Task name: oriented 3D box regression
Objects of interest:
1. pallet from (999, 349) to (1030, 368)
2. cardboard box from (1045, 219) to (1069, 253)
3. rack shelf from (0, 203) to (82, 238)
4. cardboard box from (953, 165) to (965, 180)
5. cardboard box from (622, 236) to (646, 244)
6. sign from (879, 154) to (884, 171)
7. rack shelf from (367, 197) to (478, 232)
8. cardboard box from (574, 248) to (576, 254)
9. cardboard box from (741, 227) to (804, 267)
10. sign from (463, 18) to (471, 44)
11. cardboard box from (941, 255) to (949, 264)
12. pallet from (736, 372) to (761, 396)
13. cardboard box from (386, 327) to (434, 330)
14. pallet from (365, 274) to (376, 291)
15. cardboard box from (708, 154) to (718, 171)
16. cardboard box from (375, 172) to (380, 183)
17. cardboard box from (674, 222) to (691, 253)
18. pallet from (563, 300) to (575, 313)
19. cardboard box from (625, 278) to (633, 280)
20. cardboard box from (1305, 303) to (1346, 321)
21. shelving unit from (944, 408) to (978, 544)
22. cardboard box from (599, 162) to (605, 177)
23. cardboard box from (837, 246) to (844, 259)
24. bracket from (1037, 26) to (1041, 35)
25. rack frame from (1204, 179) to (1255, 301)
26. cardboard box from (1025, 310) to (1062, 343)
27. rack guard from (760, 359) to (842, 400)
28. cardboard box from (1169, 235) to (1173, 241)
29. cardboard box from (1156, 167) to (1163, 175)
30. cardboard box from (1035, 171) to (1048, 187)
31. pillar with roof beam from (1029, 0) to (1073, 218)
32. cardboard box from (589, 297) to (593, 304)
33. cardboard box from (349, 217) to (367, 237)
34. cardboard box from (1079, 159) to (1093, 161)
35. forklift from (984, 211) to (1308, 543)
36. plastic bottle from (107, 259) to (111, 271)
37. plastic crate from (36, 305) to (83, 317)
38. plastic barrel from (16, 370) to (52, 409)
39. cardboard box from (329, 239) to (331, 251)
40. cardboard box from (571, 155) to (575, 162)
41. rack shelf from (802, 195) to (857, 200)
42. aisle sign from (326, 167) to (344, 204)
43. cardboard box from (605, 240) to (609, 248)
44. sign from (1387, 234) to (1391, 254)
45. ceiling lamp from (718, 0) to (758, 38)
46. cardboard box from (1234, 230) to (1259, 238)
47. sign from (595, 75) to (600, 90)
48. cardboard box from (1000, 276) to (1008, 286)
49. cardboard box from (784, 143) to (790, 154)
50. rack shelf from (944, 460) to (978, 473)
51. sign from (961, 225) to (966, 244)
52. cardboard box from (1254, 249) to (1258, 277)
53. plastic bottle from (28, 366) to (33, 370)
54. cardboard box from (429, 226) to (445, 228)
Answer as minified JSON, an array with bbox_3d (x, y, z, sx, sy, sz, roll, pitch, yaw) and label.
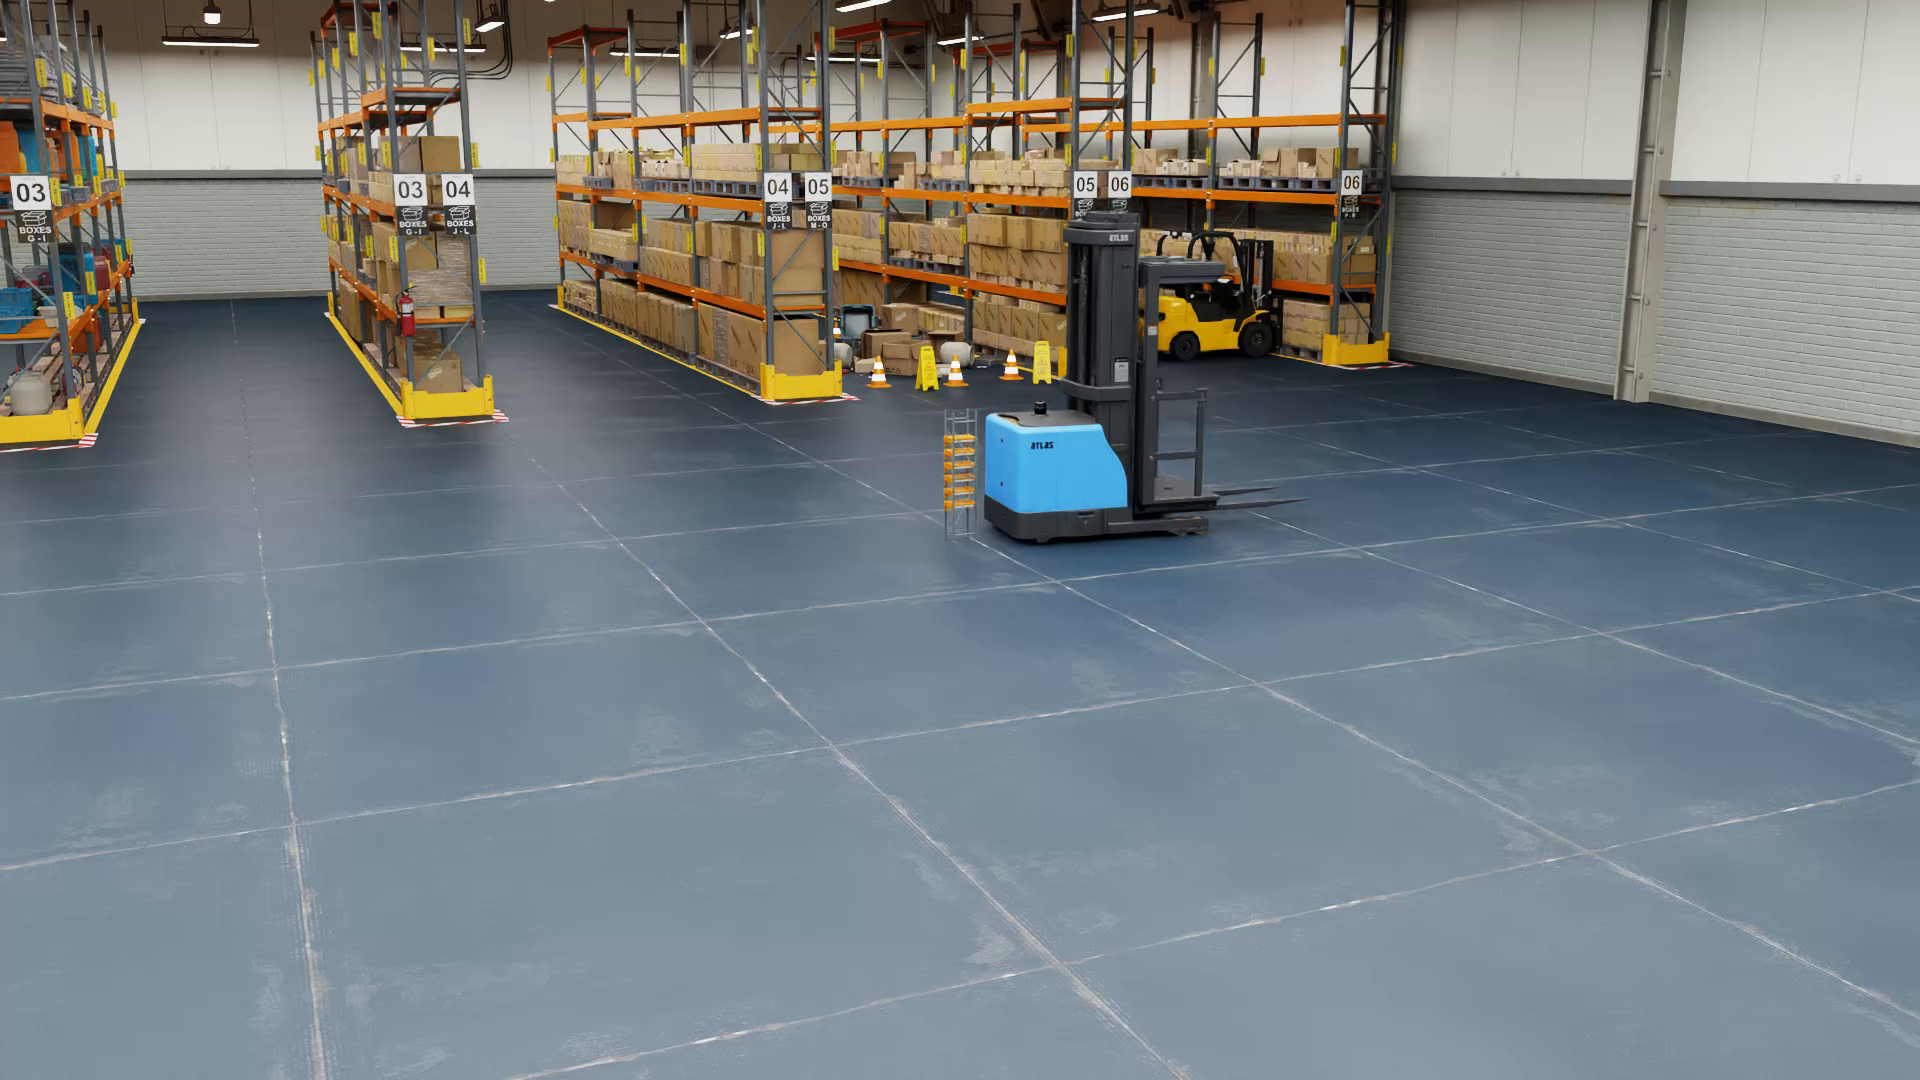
[{"bbox_3d":[1.362,-3.118,28.253,1.003,0.211,1.213,-6,14,-23],"label":"pallet"},{"bbox_3d":[1.765,-4.805,26.258,0.700,0.500,0.500,-6,14,-24],"label":"cardboard box"},{"bbox_3d":[-12.250,-4.220,21.773,1.077,0.370,4.000,-6,14,-23],"label":"rack shelf"},{"bbox_3d":[0.201,-6.565,29.712,0.500,0.250,0.500,-6,14,-24],"label":"cardboard box"},{"bbox_3d":[-6.146,-5.655,31.337,0.380,0.149,0.250,-6,14,-25],"label":"cardboard box"},{"bbox_3d":[-1.546,-7.394,32.571,0.100,0.325,0.005,-6,14,-23],"label":"sign"},{"bbox_3d":[-7.711,-4.667,23.706,1.077,0.370,4.000,-6,14,-23],"label":"rack shelf"},{"bbox_3d":[-8.318,-6.395,36.784,0.380,0.149,0.250,-6,14,-24],"label":"cardboard box"},{"bbox_3d":[-2.743,-4.355,24.685,0.875,0.550,0.550,-6,14,-23],"label":"cardboard box"},{"bbox_3d":[-6.413,-6.608,21.598,0.100,0.325,0.005,-6,14,-23],"label":"sign"},{"bbox_3d":[-0.117,-5.134,30.406,0.380,0.149,0.250,-6,14,-24],"label":"cardboard box"},{"bbox_3d":[-2.717,-2.370,25.020,1.003,0.211,1.213,-6,14,-23],"label":"pallet"},{"bbox_3d":[-8.913,-3.195,26.970,0.700,0.500,0.500,-6,14,-23],"label":"cardboard box"},{"bbox_3d":[-9.284,-4.297,27.589,1.003,0.211,1.213,-6,14,-23],"label":"pallet"},{"bbox_3d":[-3.582,-5.848,25.734,0.500,0.250,0.500,-6,14,-24],"label":"cardboard box"},{"bbox_3d":[-8.242,-5.240,24.036,0.380,0.149,0.250,-6,14,-24],"label":"cardboard box"},{"bbox_3d":[-4.542,-5.245,28.820,0.700,0.500,0.500,-6,14,-23],"label":"cardboard box"},{"bbox_3d":[-8.411,-5.330,37.813,1.003,0.211,1.213,-6,14,-23],"label":"pallet"},{"bbox_3d":[-6.602,-5.270,34.319,0.500,0.250,0.500,-6,14,-24],"label":"cardboard box"},{"bbox_3d":[6.246,-3.906,28.425,0.500,0.250,0.500,-5,14,-21],"label":"cardboard box"},{"bbox_3d":[0.006,-0.582,15.102,0.258,1.200,0.189,-6,14,-23],"label":"shelving unit"},{"bbox_3d":[-6.972,-7.471,33.492,0.500,0.311,0.500,-6,14,-24],"label":"cardboard box"},{"bbox_3d":[-2.303,-6.115,35.353,0.500,0.250,0.500,-6,14,-23],"label":"cardboard box"},{"bbox_3d":[1.965,-11.922,38.820,0.235,0.232,0.430,-6,14,-23],"label":"bracket"},{"bbox_3d":[5.114,-5.314,31.556,1.000,3.000,0.127,-6,14,-23],"label":"rack frame"},{"bbox_3d":[1.398,-3.518,27.301,0.500,0.500,0.500,-5,14,-21],"label":"cardboard box"},{"bbox_3d":[-2.315,-2.347,24.283,1.175,0.500,0.348,-6,14,-23],"label":"rack guard"},{"bbox_3d":[4.330,-5.938,32.593,0.380,0.149,0.250,-6,14,-24],"label":"cardboard box"},{"bbox_3d":[4.087,-7.265,32.739,0.380,0.149,0.250,-6,14,-24],"label":"cardboard box"},{"bbox_3d":[1.530,-5.758,26.496,0.500,0.250,0.500,-6,14,-24],"label":"cardboard box"},{"bbox_3d":[-1.488,-9.726,37.314,9.100,9.000,0.548,-6,14,-23],"label":"pillar with roof beam"},{"bbox_3d":[-7.669,-5.101,35.369,0.380,0.149,0.250,-6,14,-26],"label":"cardboard box"},{"bbox_3d":[-11.189,-5.886,31.581,0.797,0.503,0.637,-5,14,-22],"label":"cardboard box"},{"bbox_3d":[2.687,-8.128,35.852,0.380,0.149,0.250,-6,14,-24],"label":"cardboard box"},{"bbox_3d":[1.803,-1.573,15.547,3.031,2.935,1.130,-4,14,-17],"label":"forklift"},{"bbox_3d":[-15.801,-5.062,30.745,0.152,0.276,0.135,-6,14,-23],"label":"plastic bottle"},{"bbox_3d":[-12.168,-3.081,22.494,0.530,0.136,0.437,-6,14,-23],"label":"plastic crate"},{"bbox_3d":[-11.983,-1.921,21.483,0.421,0.512,0.421,0,13,0],"label":"plastic barrel"},{"bbox_3d":[-13.160,-6.290,35.448,0.500,0.250,0.500,-6,14,-24],"label":"cardboard box"},{"bbox_3d":[-8.170,-8.231,35.847,0.380,0.149,0.250,-6,14,-24],"label":"cardboard box"},{"bbox_3d":[-3.438,-8.041,38.285,1.077,0.370,4.000,-6,14,-23],"label":"rack shelf"},{"bbox_3d":[-13.623,-7.703,36.114,0.394,0.787,0.004,-6,14,-23],"label":"aisle sign"},{"bbox_3d":[-6.767,-5.831,32.756,0.380,0.149,0.250,-6,14,-24],"label":"cardboard box"},{"bbox_3d":[7.227,-4.996,28.090,0.100,0.325,0.005,-6,14,-23],"label":"sign"},{"bbox_3d":[-4.304,-11.914,33.825,0.800,3.185,2.000,-6,14,-23],"label":"ceiling lamp"},{"bbox_3d":[5.268,-5.633,30.615,0.380,0.149,0.250,-6,14,-24],"label":"cardboard box"},{"bbox_3d":[-8.218,-10.377,37.704,0.100,0.325,0.005,-6,14,-23],"label":"sign"},{"bbox_3d":[0.904,-4.383,28.092,0.380,0.149,0.250,-6,14,-23],"label":"cardboard box"},{"bbox_3d":[-2.369,-5.753,24.439,0.380,0.149,0.250,-6,14,-24],"label":"cardboard box"},{"bbox_3d":[0.006,-0.655,15.085,0.258,0.103,0.180,-6,14,-23],"label":"rack shelf"},{"bbox_3d":[0.061,-5.378,29.265,0.100,0.325,0.005,-6,14,-23],"label":"sign"},{"bbox_3d":[5.480,-5.036,30.137,0.500,0.500,0.500,-6,14,-24],"label":"cardboard box"},{"bbox_3d":[-12.976,-2.255,23.238,0.144,0.351,0.185,-6,14,-23],"label":"plastic bottle"},{"bbox_3d":[-7.276,-4.169,23.512,0.500,0.500,0.500,-6,14,-23],"label":"cardboard box"}]
